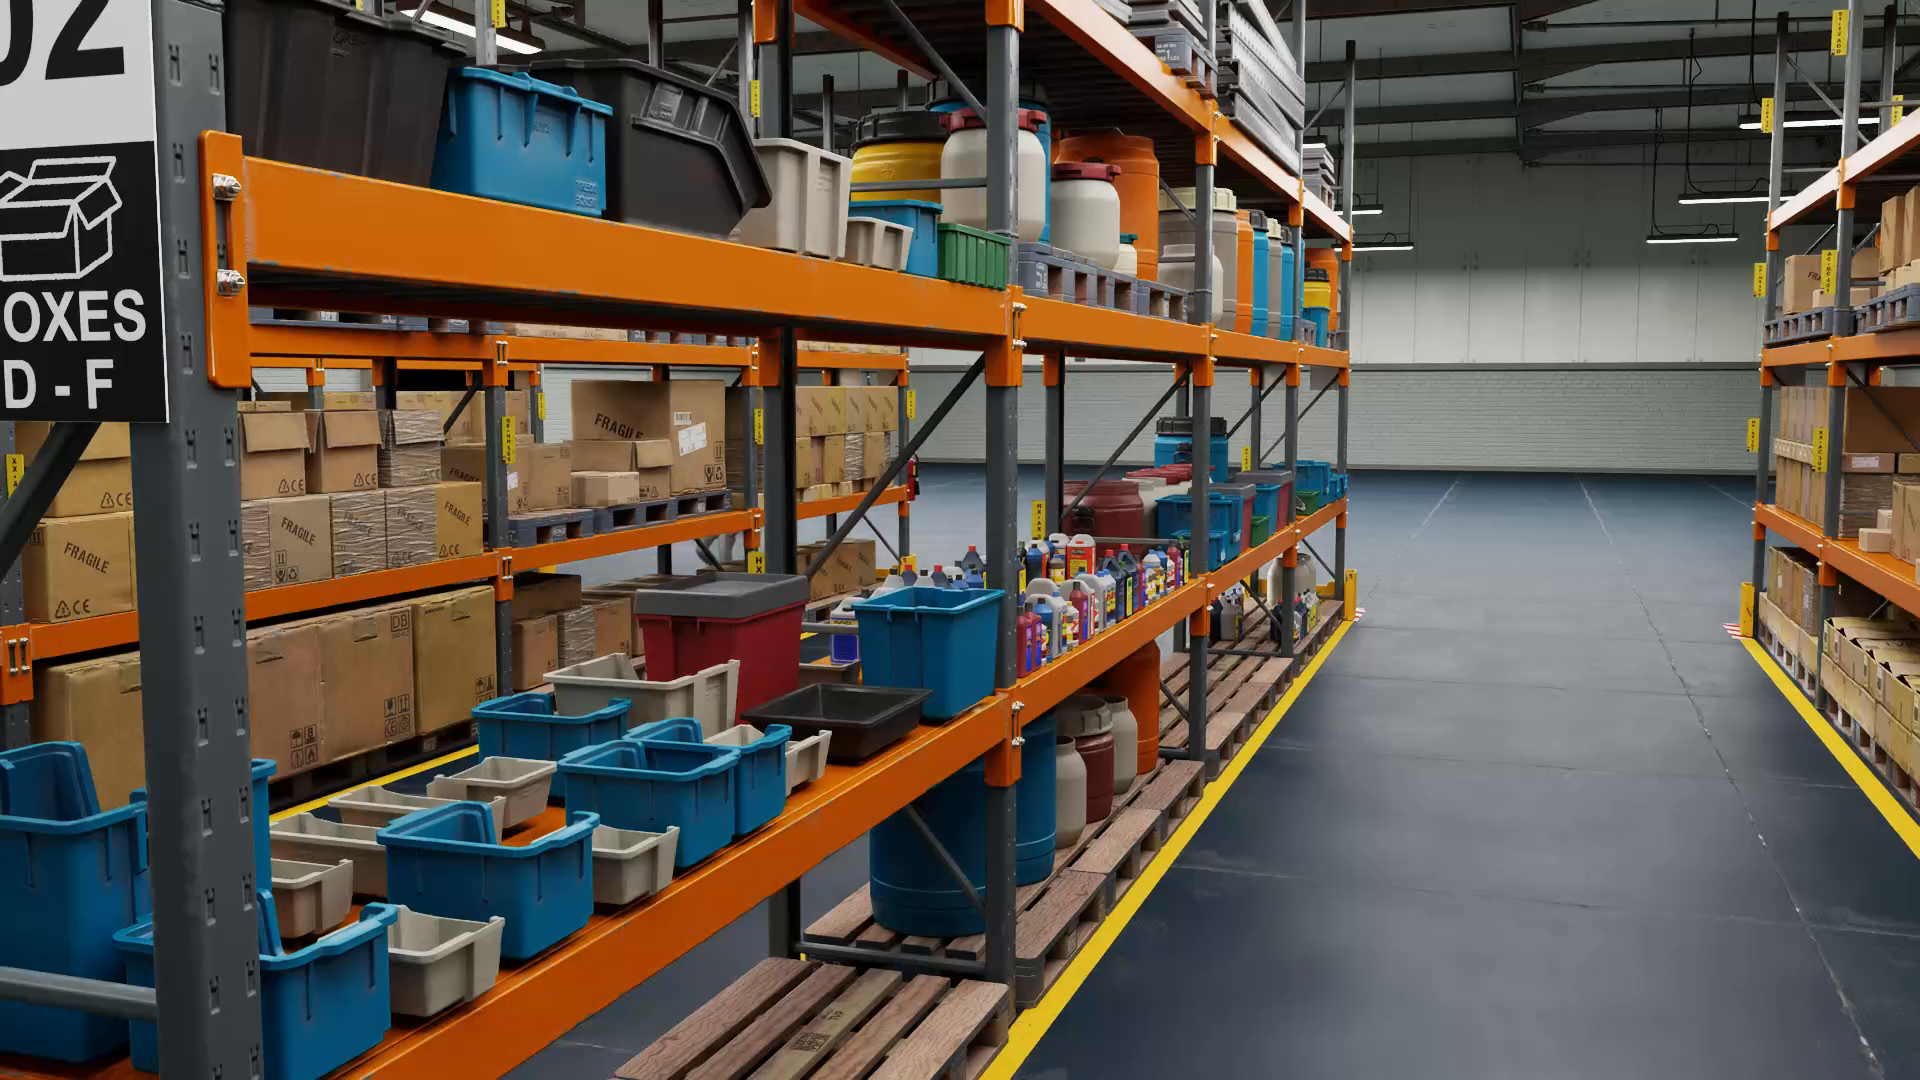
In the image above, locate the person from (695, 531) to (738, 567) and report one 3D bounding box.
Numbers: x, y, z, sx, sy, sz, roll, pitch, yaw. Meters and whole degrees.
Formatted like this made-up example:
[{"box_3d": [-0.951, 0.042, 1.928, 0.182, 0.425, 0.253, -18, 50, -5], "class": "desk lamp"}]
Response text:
[{"box_3d": [-2.807, -0.215, 19.606, 0.535, 1.661, 0.459, 3, 6, 27], "class": "person"}]
